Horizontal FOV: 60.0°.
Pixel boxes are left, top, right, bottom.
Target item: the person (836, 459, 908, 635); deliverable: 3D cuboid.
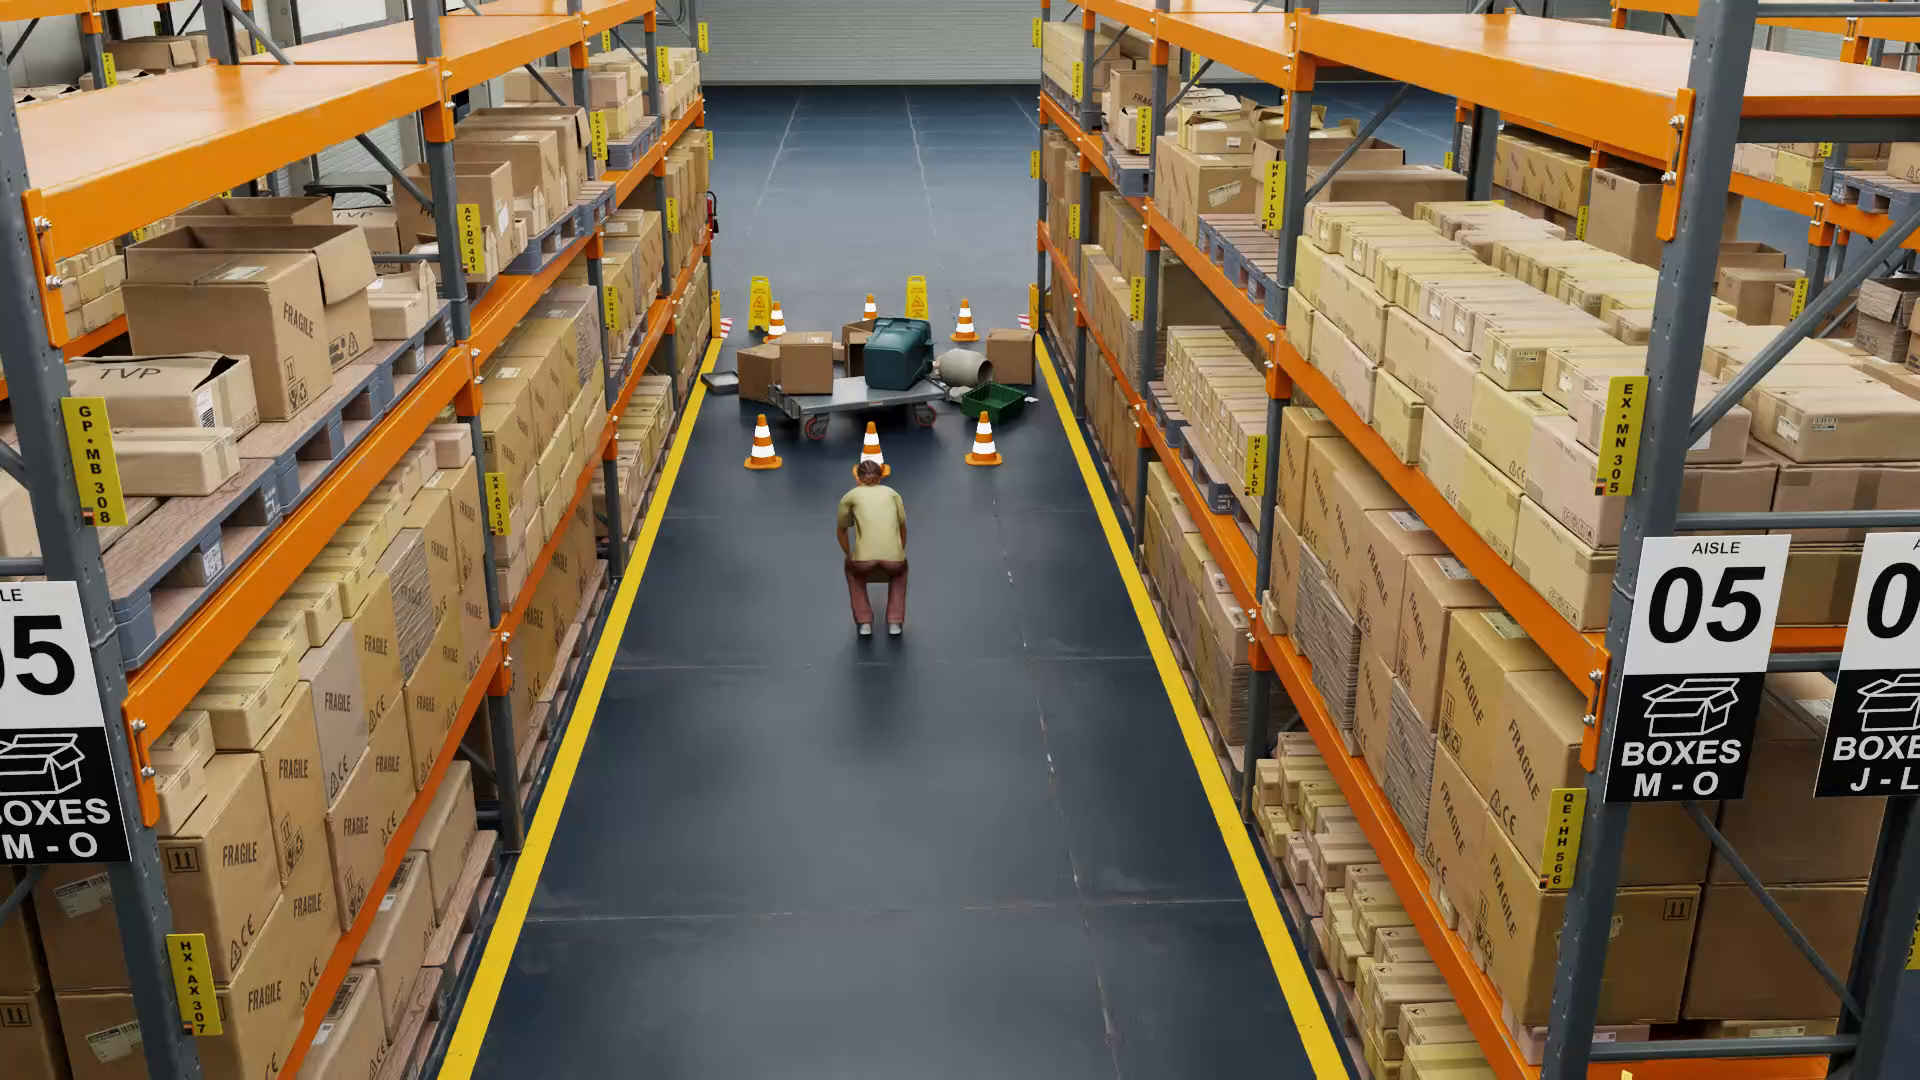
[{"bbox_3d":[-0.615,0.062,11.680,0.506,1.142,0.741,-1,21,-3],"label":"person"}]
